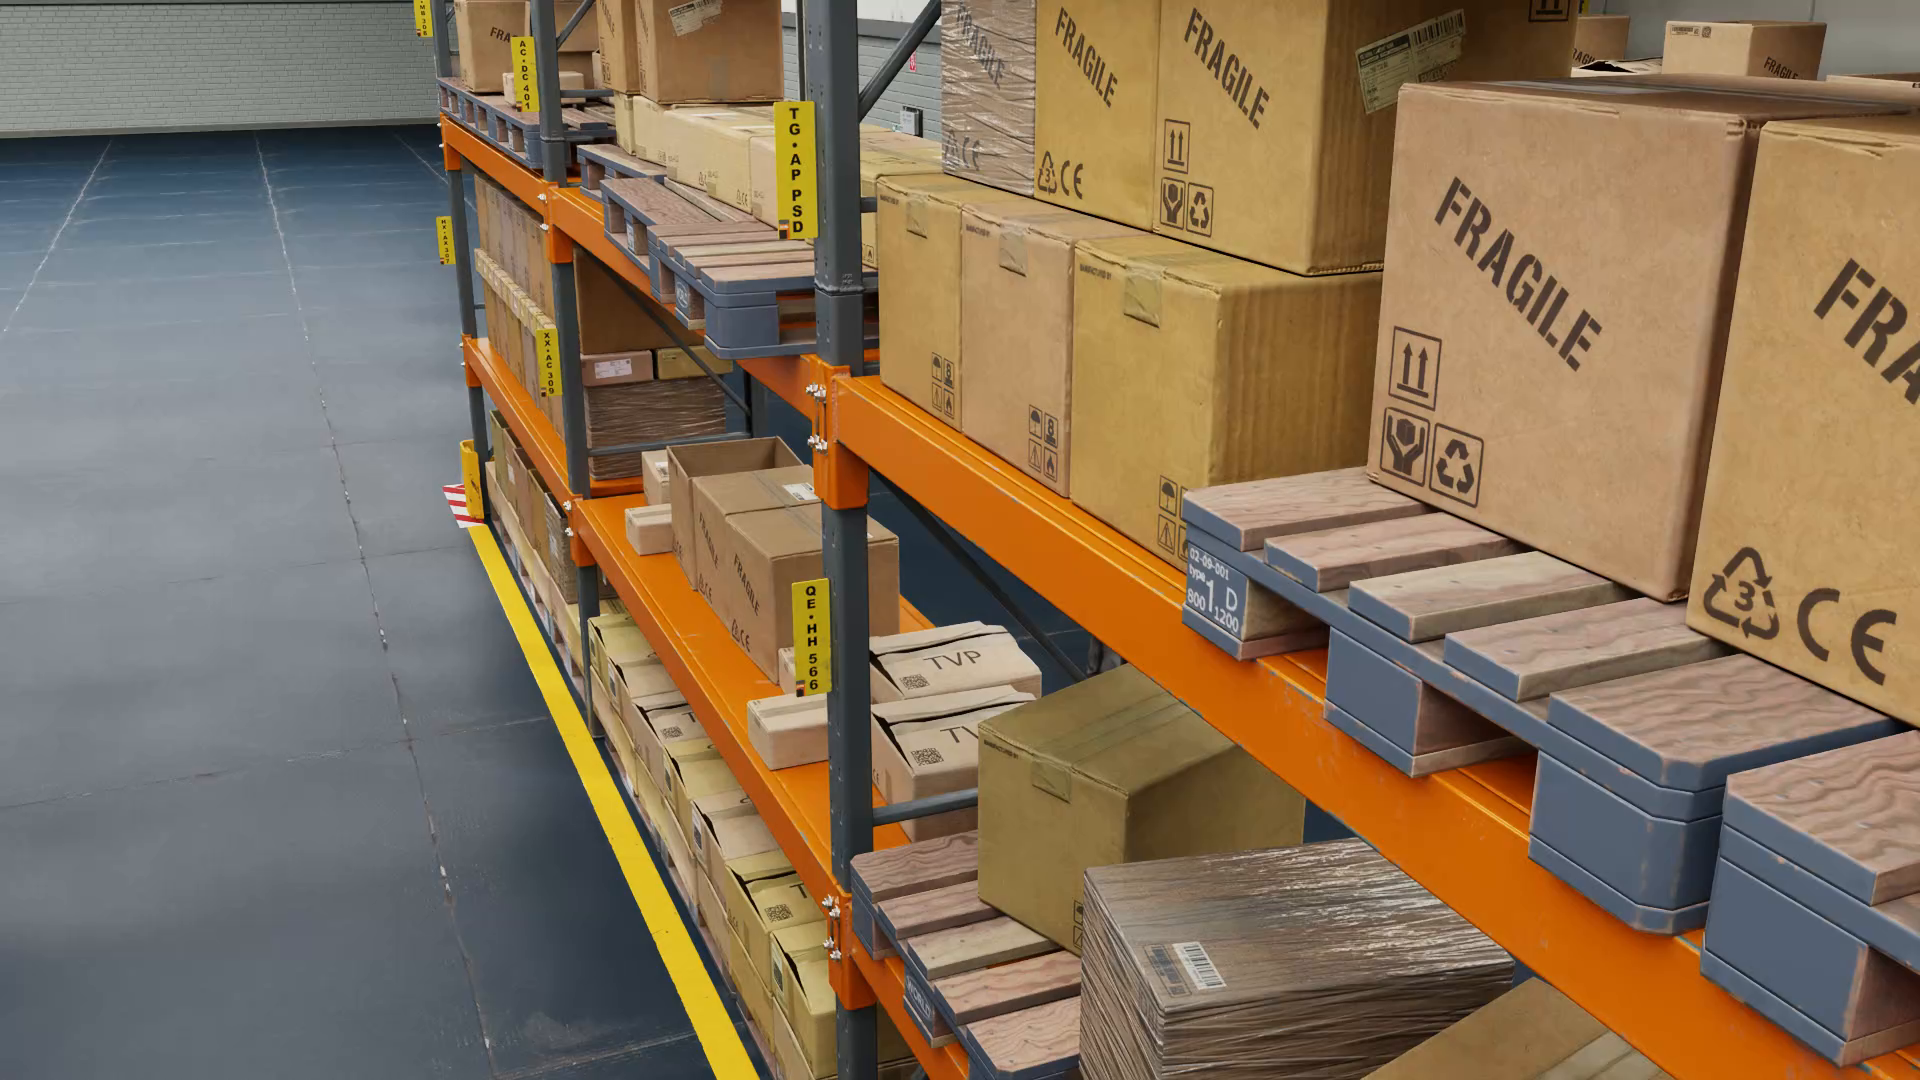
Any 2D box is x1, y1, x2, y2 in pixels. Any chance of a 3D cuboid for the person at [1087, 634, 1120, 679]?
[{"bbox_3d":[0.875,0.077,8.865,0.494,1.588,0.408,-8,21,-22],"label":"person"}]
